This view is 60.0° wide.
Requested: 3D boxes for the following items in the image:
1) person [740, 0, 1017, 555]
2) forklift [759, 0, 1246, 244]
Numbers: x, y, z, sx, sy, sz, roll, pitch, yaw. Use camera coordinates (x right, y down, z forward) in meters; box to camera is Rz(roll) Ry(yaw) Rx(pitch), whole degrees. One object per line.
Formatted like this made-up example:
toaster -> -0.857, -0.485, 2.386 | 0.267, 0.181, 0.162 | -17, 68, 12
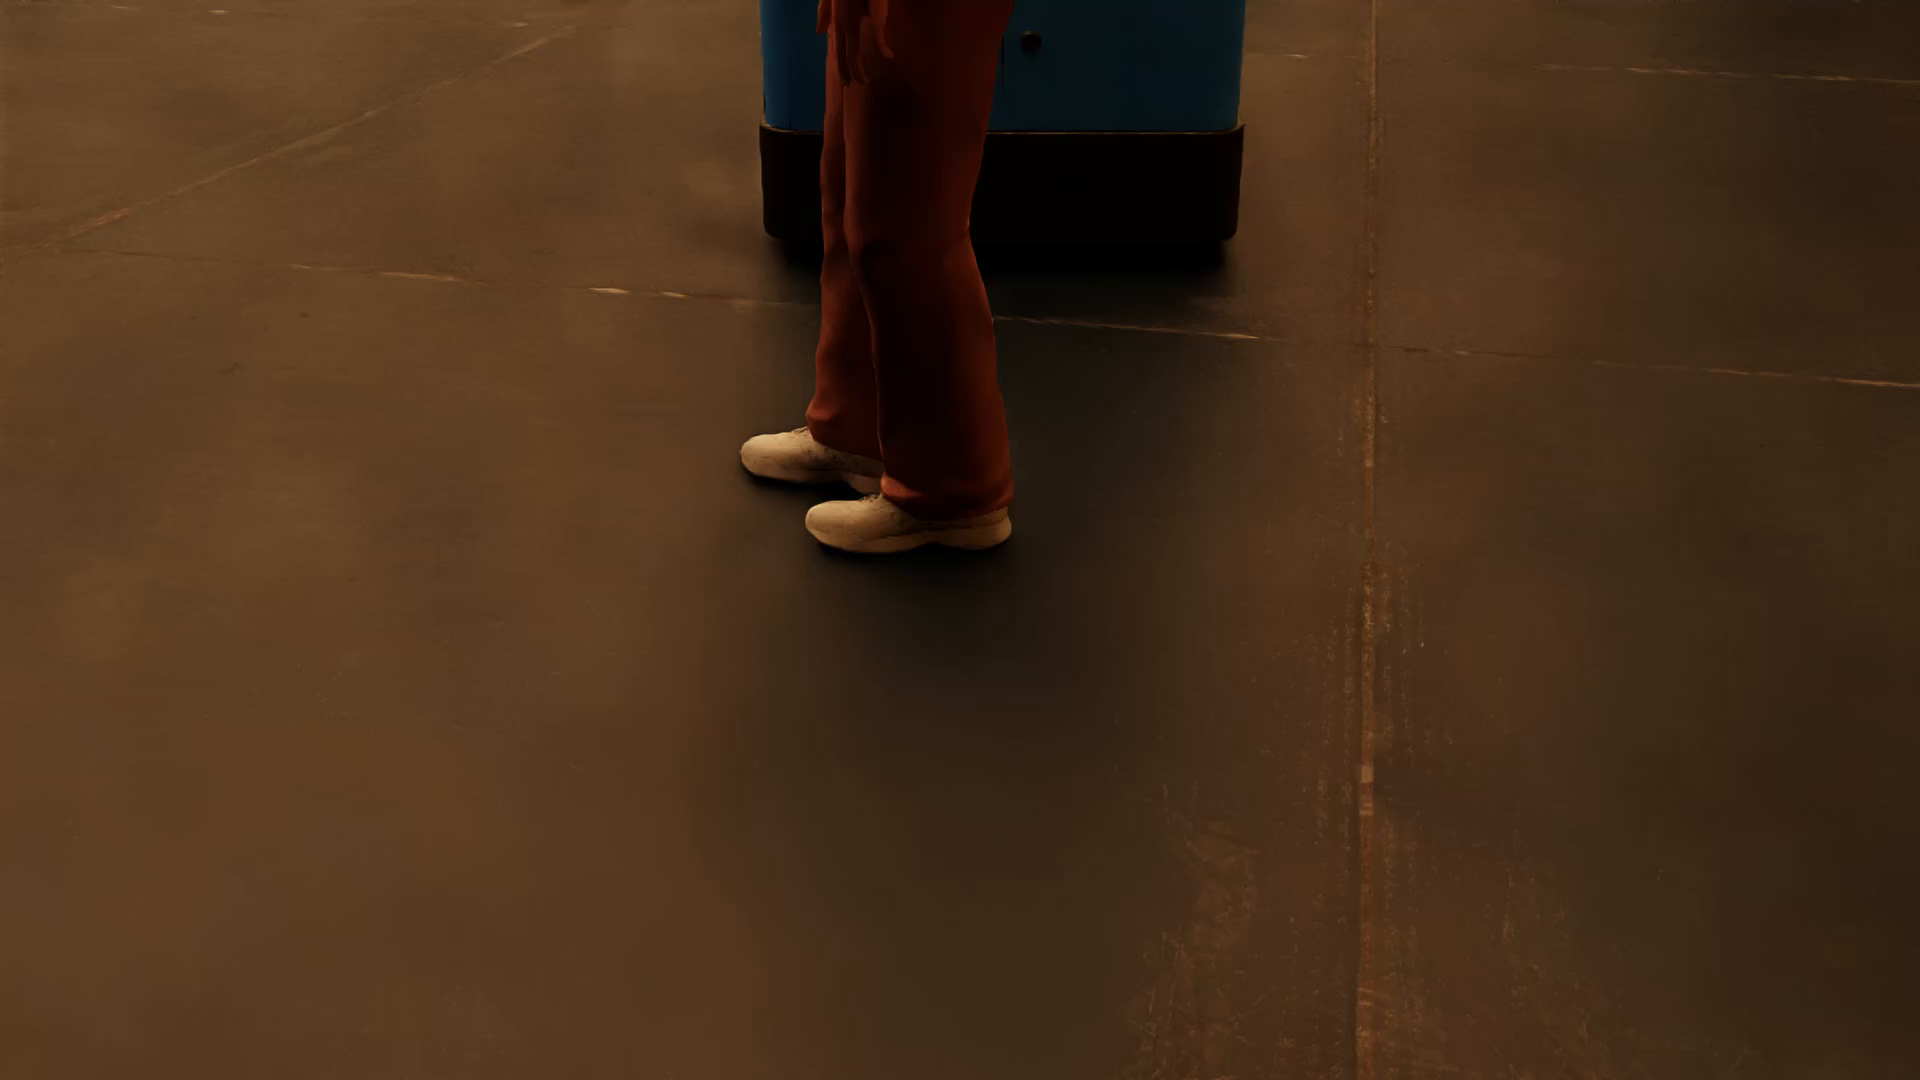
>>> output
person -> -0.105, -0.742, 2.120 | 0.485, 1.669, 0.597 | -1, 27, -2
forklift -> 0.107, -2.571, 4.343 | 1.130, 2.935, 3.031 | 0, 27, 1
